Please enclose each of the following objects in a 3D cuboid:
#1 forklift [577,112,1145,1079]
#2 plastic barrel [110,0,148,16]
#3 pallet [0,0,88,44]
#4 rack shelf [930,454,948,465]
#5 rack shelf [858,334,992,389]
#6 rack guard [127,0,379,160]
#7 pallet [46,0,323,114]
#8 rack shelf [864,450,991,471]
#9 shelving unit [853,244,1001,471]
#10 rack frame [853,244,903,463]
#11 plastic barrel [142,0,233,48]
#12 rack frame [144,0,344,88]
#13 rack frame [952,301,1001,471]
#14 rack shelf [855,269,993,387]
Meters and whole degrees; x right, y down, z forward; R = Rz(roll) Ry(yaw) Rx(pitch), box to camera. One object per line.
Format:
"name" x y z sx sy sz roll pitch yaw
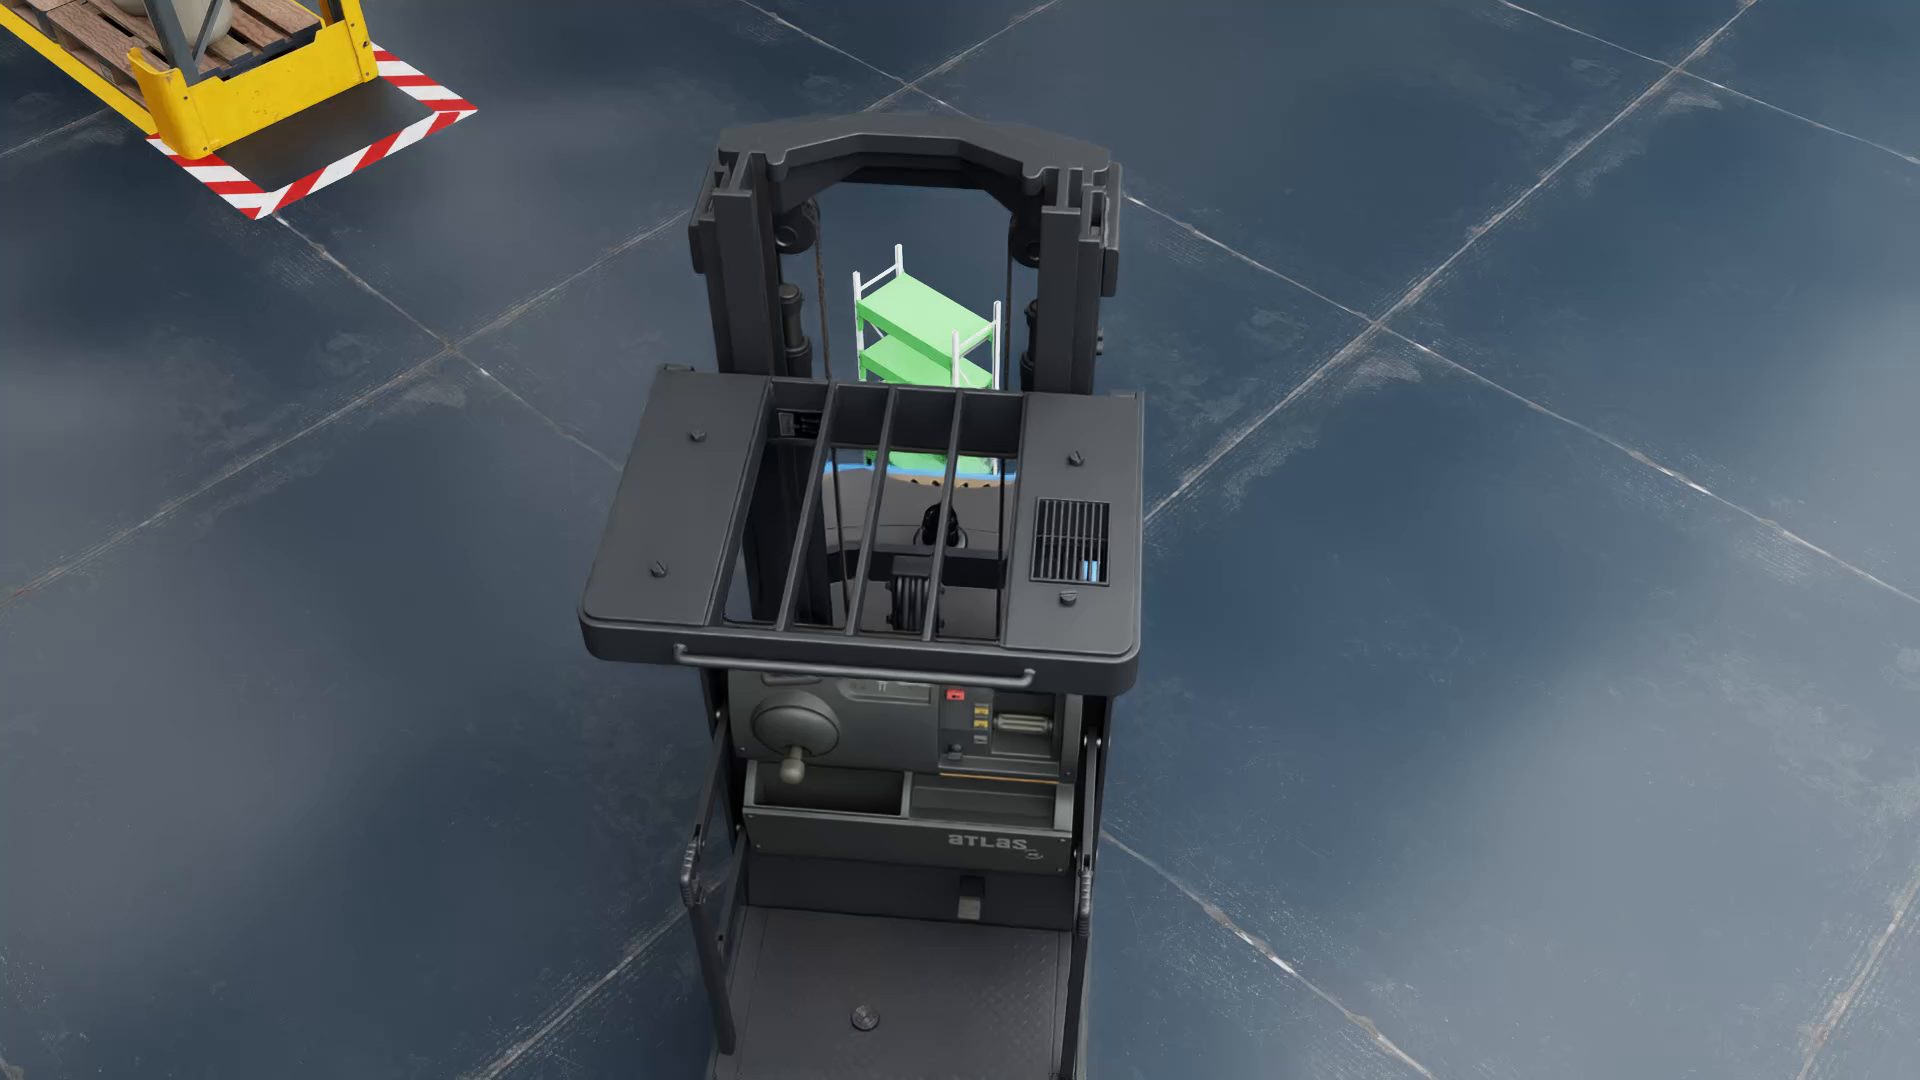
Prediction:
"forklift" -0.162 0.564 4.210 1.130 2.935 3.031 4 47 4
"plastic barrel" -4.513 -3.180 9.097 0.421 0.512 0.421 0 47 0
"pallet" -5.183 -3.421 9.817 1.213 0.211 1.003 34 55 28
"rack shelf" -0.122 -0.449 6.436 0.480 0.148 0.258 34 55 28
"rack shelf" -0.122 -0.613 6.261 0.480 0.148 0.258 34 55 28
"rack guard" -3.697 -2.512 8.766 0.348 0.500 1.175 34 55 28
"pallet" -4.291 -2.818 9.251 1.213 0.211 1.003 34 55 28
"rack shelf" -0.122 -0.285 6.611 0.480 0.148 0.258 34 55 28
"shelving unit" -0.122 -0.493 6.389 0.503 1.200 0.258 34 55 28
"rack frame" -0.301 -0.613 6.503 0.015 1.200 0.240 34 55 28
"plastic barrel" -4.145 -2.932 8.864 0.421 0.512 0.421 0 47 0
"rack frame" -3.610 -3.355 7.843 0.127 3.000 1.000 34 55 28
"rack frame" 0.058 -0.372 6.276 0.015 1.200 0.240 34 55 28
"rack shelf" -0.122 -0.777 6.086 0.480 0.148 0.258 34 55 28
